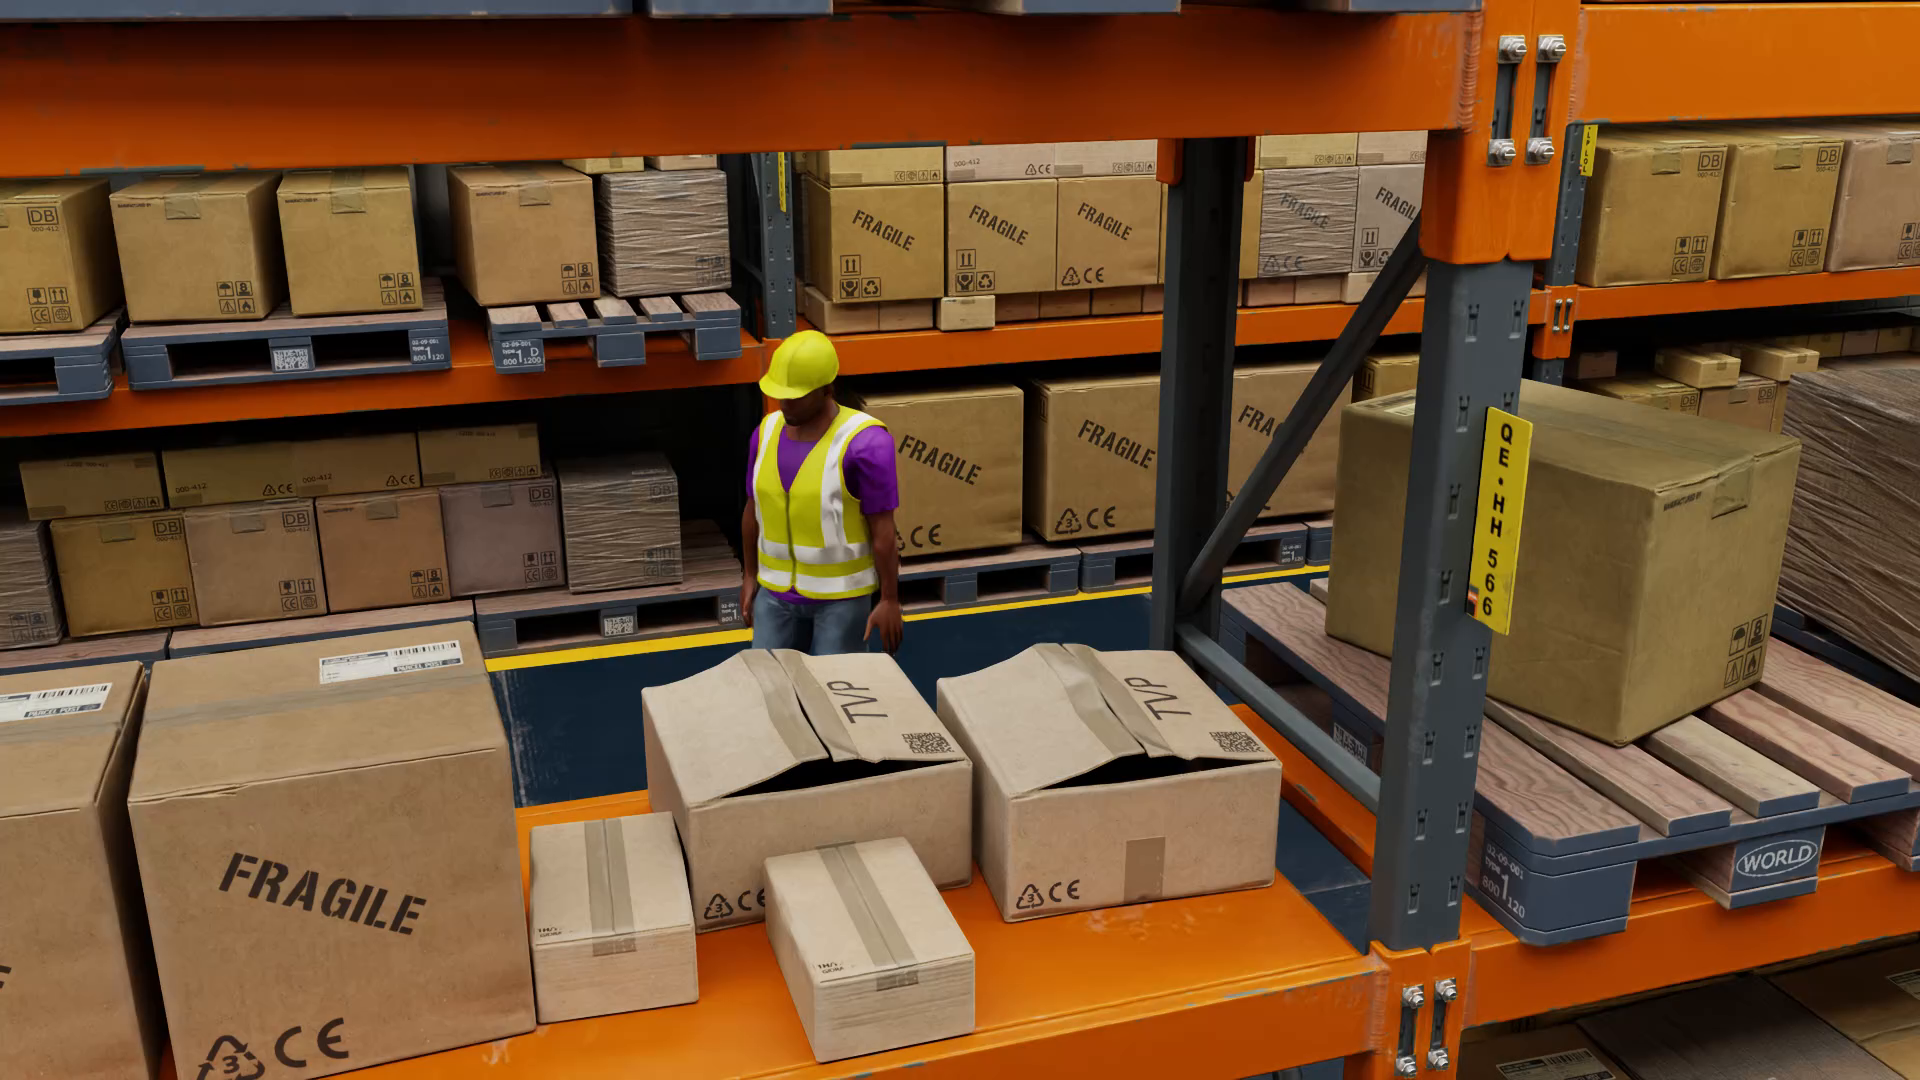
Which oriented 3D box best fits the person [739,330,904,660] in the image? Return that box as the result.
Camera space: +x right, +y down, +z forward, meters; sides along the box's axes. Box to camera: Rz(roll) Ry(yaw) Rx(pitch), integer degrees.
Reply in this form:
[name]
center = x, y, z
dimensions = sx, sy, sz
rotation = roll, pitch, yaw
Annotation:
[person]
center = -0.484, 0.171, 5.510
dimensions = 0.655, 1.756, 0.640
rotation = 10, 21, 26
